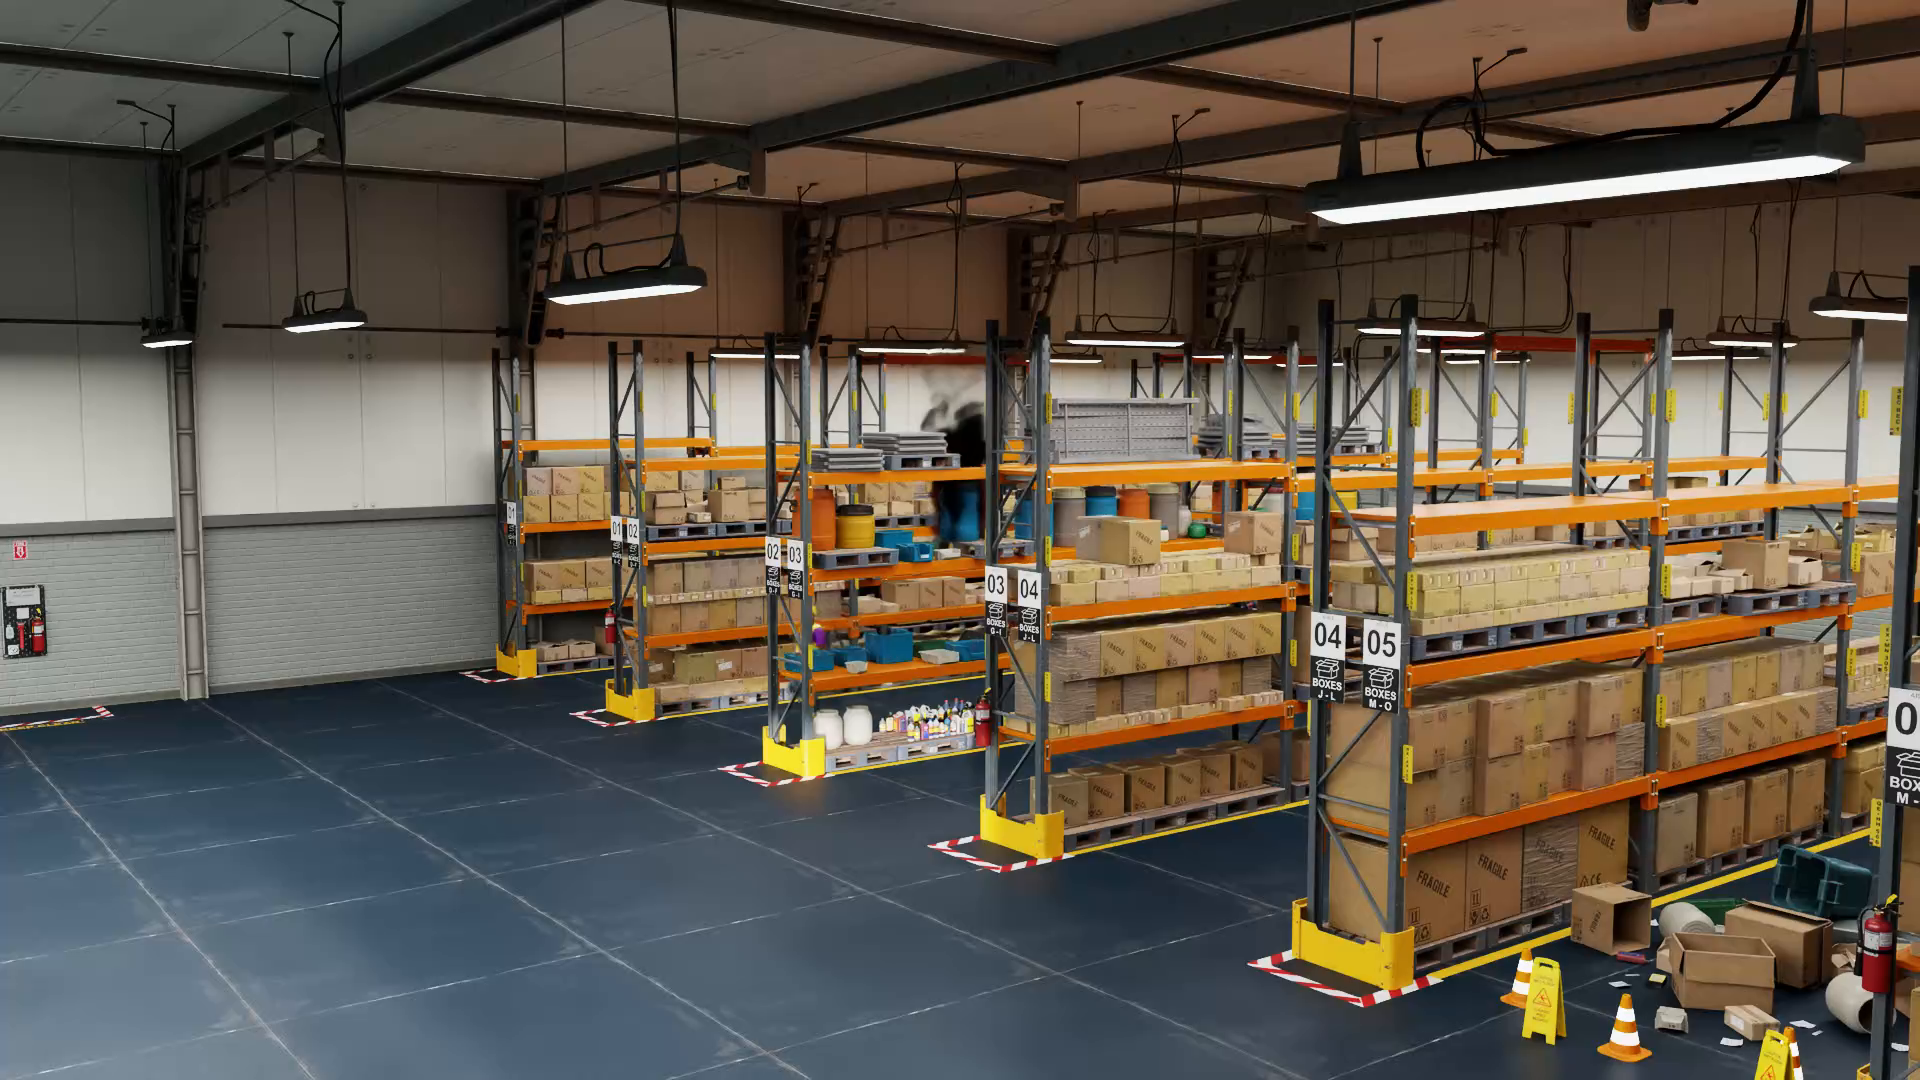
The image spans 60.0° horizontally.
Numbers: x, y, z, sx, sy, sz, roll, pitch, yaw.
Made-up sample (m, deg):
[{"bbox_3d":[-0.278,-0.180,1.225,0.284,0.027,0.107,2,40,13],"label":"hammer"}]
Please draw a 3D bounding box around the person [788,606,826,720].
[{"bbox_3d":[-2.305,1.834,24.766,0.691,1.740,0.586,5,7,45],"label":"person"}]

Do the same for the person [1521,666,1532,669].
[{"bbox_3d":[7.350,2.444,21.512,0.641,1.687,0.607,-5,7,-42],"label":"person"}]
